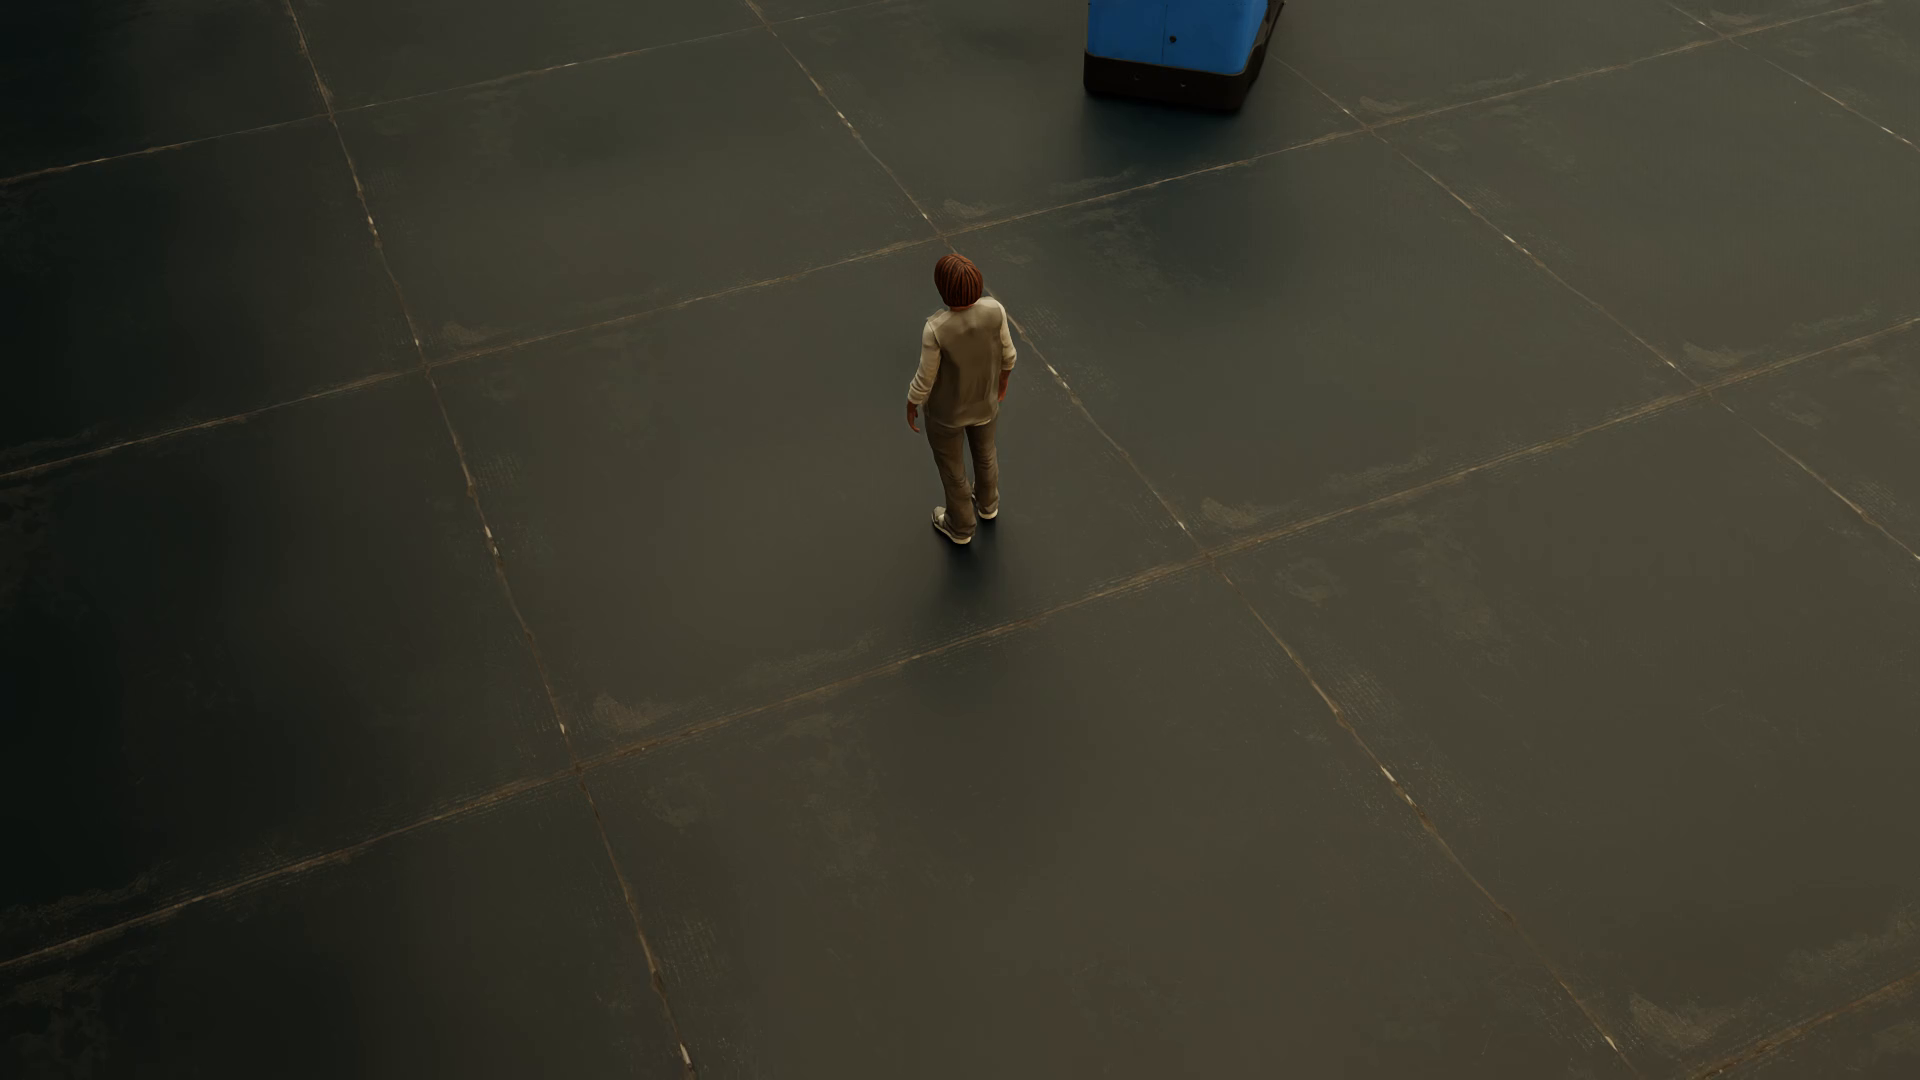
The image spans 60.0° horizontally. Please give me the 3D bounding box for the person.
[{"bbox_3d":[-0.018,-0.639,7.331,0.520,1.597,0.475,-18,46,-18],"label":"person"}]

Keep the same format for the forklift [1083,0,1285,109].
[{"bbox_3d":[1.728,-4.860,10.887,1.130,2.935,3.031,12,44,12],"label":"forklift"}]
